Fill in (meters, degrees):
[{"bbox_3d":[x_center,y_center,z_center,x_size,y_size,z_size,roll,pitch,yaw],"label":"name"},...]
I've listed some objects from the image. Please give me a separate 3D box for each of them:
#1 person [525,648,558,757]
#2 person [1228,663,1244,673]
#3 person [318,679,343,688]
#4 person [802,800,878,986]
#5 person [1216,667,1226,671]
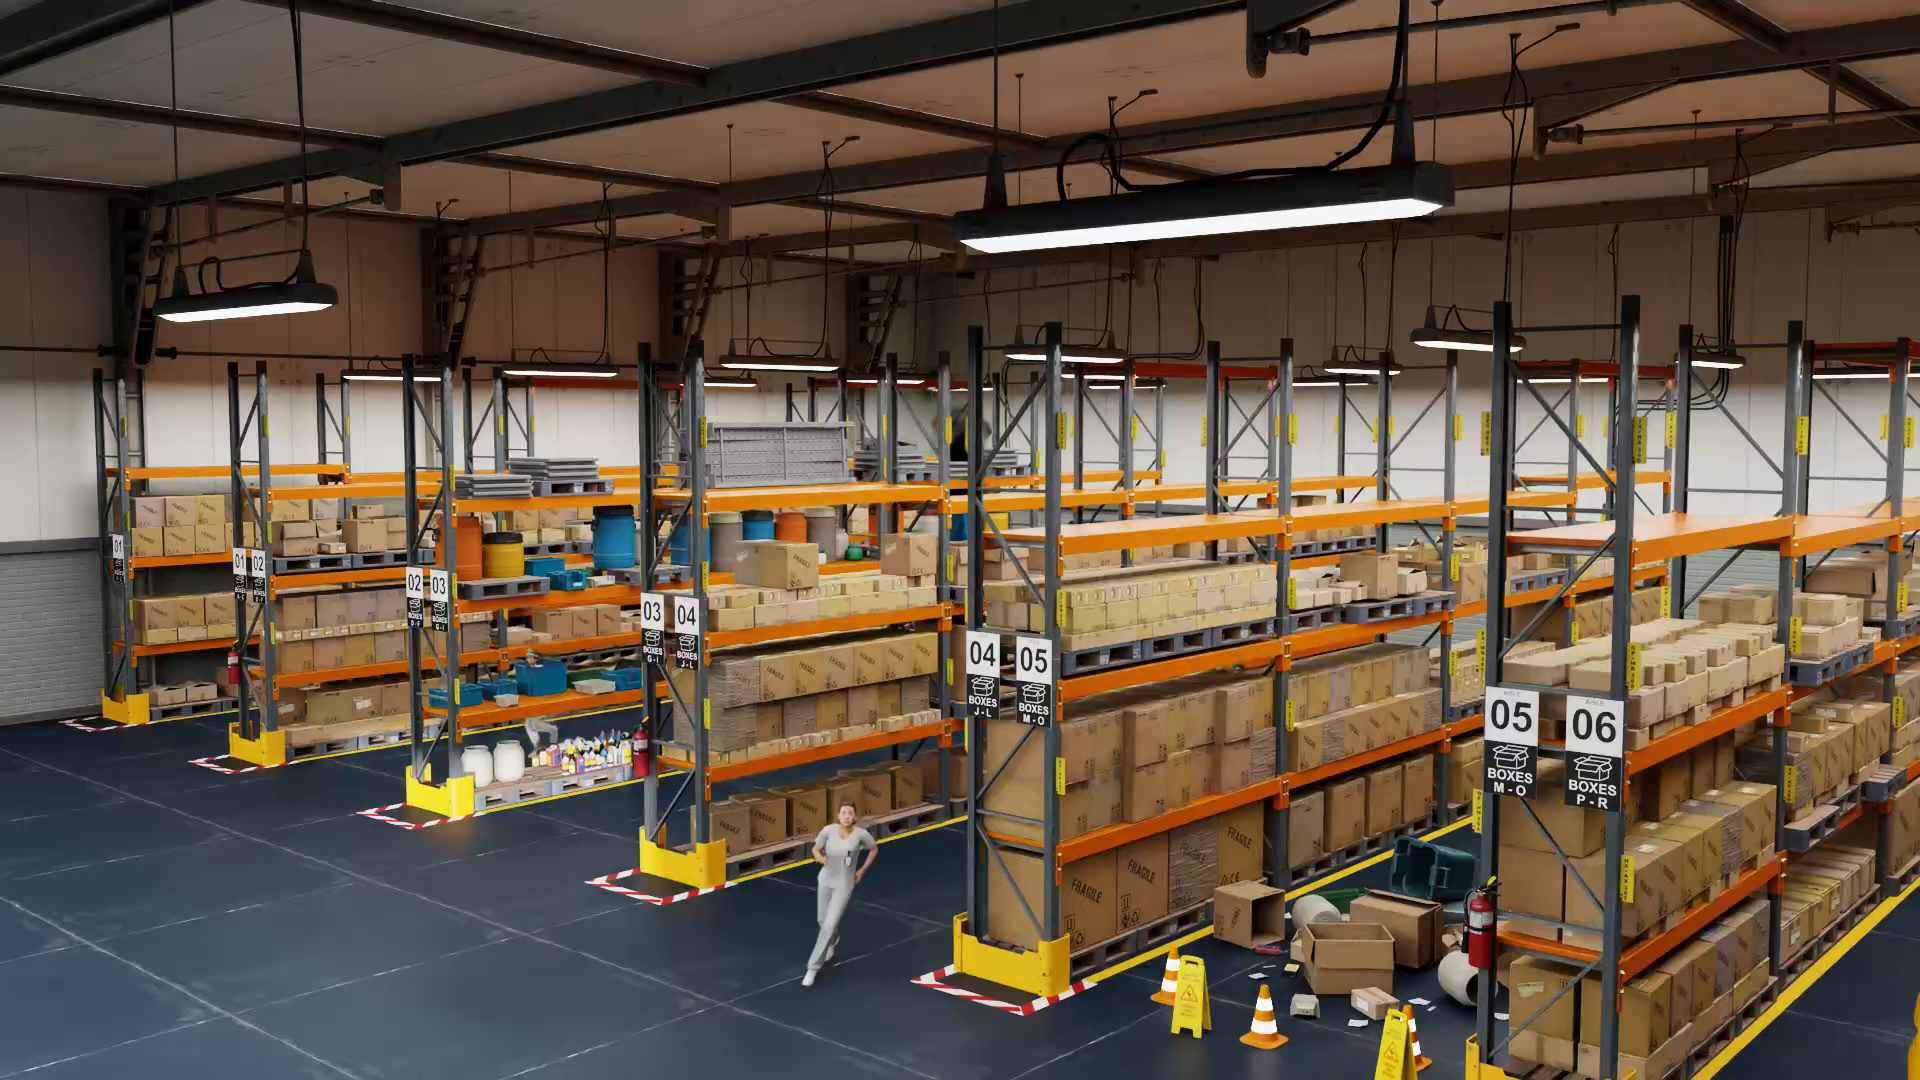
[{"bbox_3d":[-6.480,2.475,25.528,0.639,1.657,0.530,3,5,34],"label":"person"},{"bbox_3d":[3.944,2.566,24.001,0.589,1.653,0.528,4,6,43],"label":"person"},{"bbox_3d":[-10.453,2.246,27.796,0.692,1.742,0.656,3,5,33],"label":"person"},{"bbox_3d":[-1.089,3.204,15.385,0.591,1.658,0.891,1,4,15],"label":"person"},{"bbox_3d":[3.485,2.585,22.657,0.652,1.798,0.832,3,5,37],"label":"person"}]
